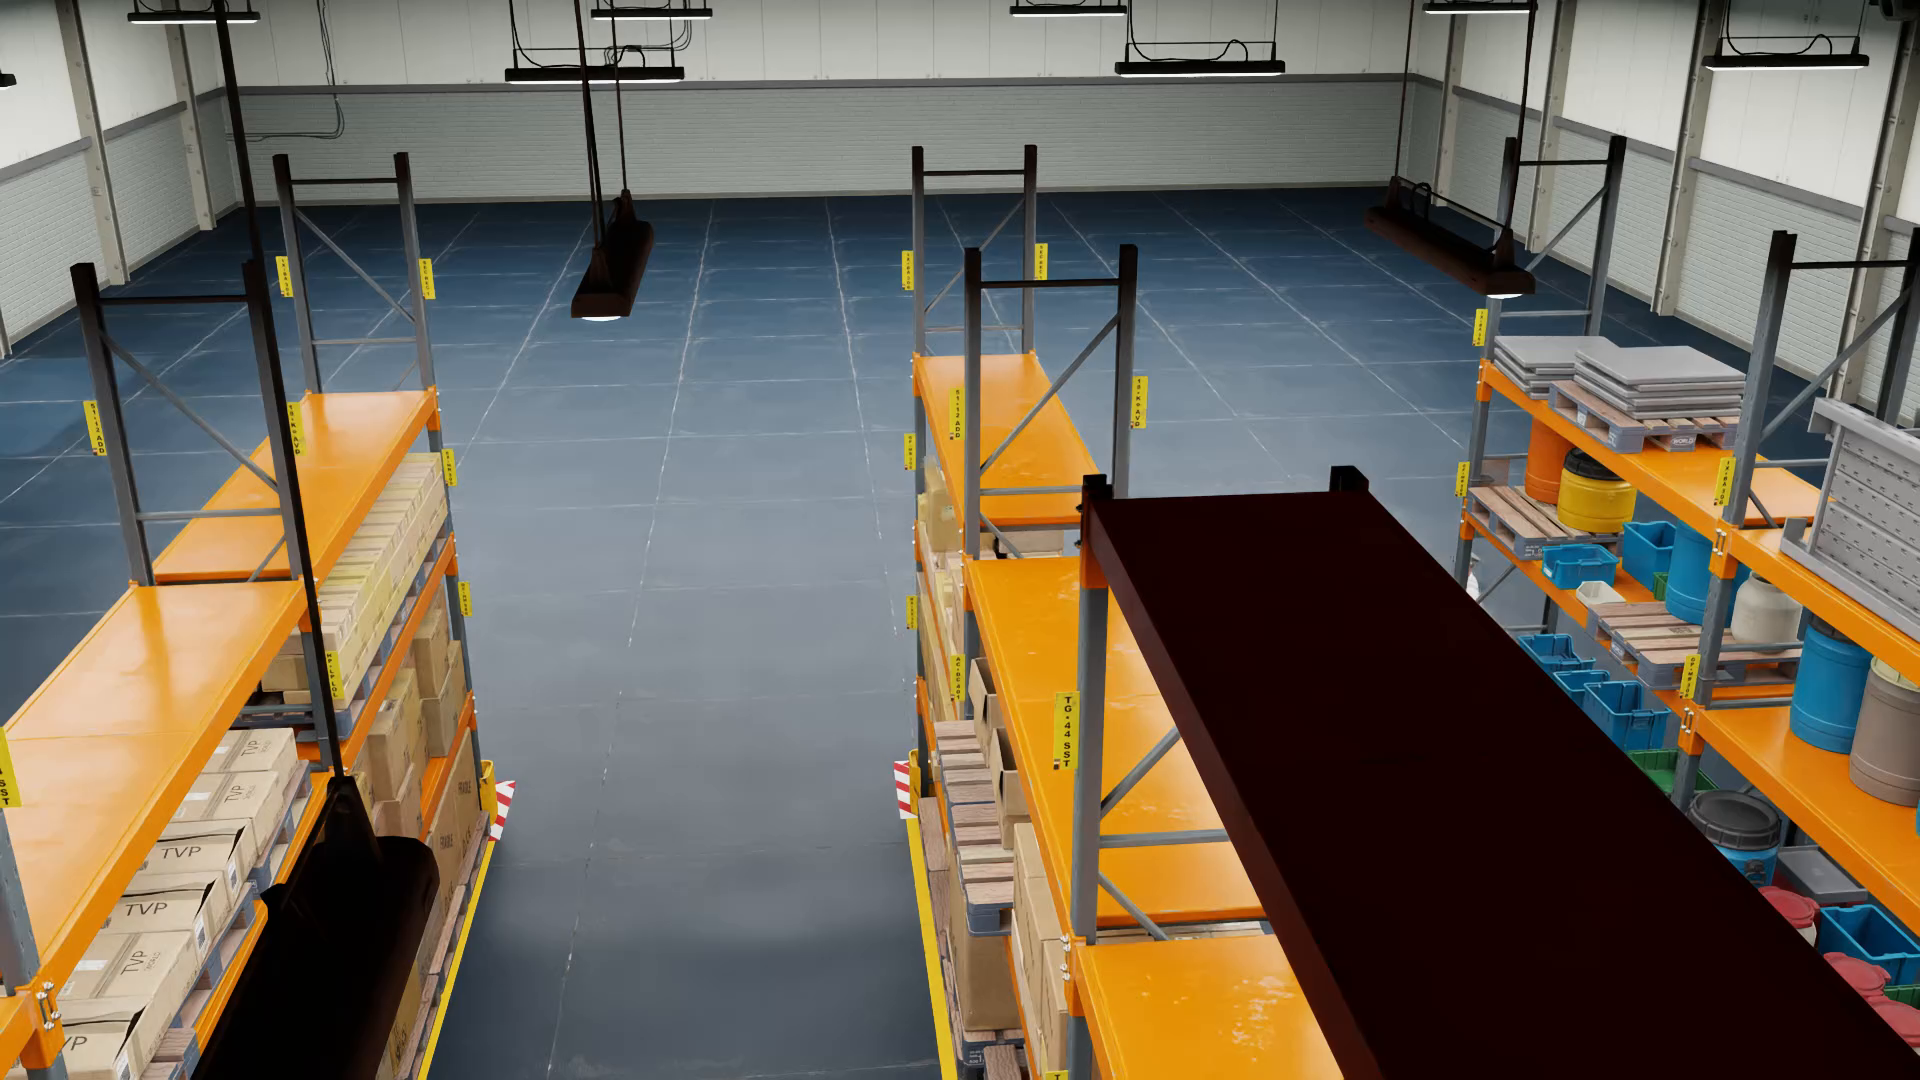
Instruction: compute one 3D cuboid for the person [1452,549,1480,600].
[{"bbox_3d":[5.113,0.911,16.962,0.883,1.717,0.561,3,22,7],"label":"person"}]
